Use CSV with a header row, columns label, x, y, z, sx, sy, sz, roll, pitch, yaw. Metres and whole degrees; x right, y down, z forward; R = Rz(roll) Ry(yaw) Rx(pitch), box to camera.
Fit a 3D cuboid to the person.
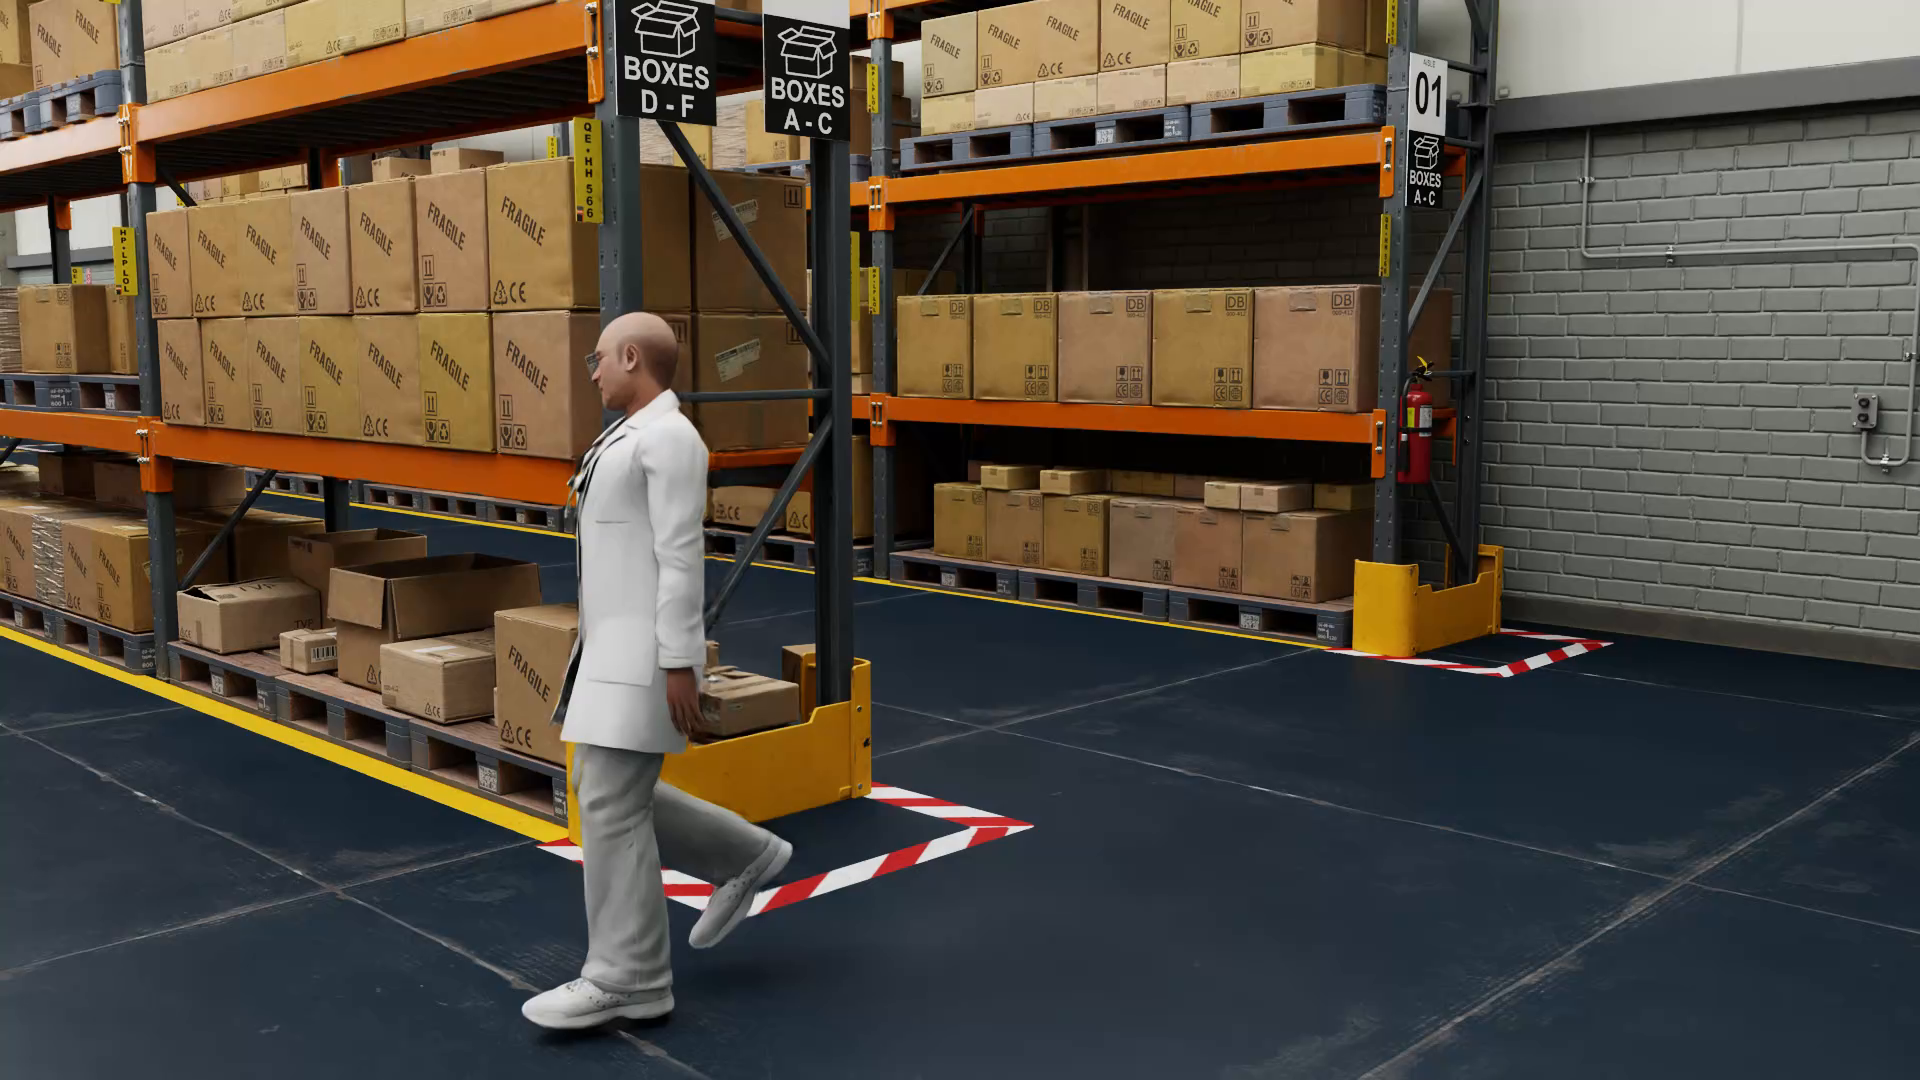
label,x,y,z,sx,sy,sz,roll,pitch,yaw
person,-0.789,0.293,4.292,0.761,1.748,0.580,-3,7,-21
